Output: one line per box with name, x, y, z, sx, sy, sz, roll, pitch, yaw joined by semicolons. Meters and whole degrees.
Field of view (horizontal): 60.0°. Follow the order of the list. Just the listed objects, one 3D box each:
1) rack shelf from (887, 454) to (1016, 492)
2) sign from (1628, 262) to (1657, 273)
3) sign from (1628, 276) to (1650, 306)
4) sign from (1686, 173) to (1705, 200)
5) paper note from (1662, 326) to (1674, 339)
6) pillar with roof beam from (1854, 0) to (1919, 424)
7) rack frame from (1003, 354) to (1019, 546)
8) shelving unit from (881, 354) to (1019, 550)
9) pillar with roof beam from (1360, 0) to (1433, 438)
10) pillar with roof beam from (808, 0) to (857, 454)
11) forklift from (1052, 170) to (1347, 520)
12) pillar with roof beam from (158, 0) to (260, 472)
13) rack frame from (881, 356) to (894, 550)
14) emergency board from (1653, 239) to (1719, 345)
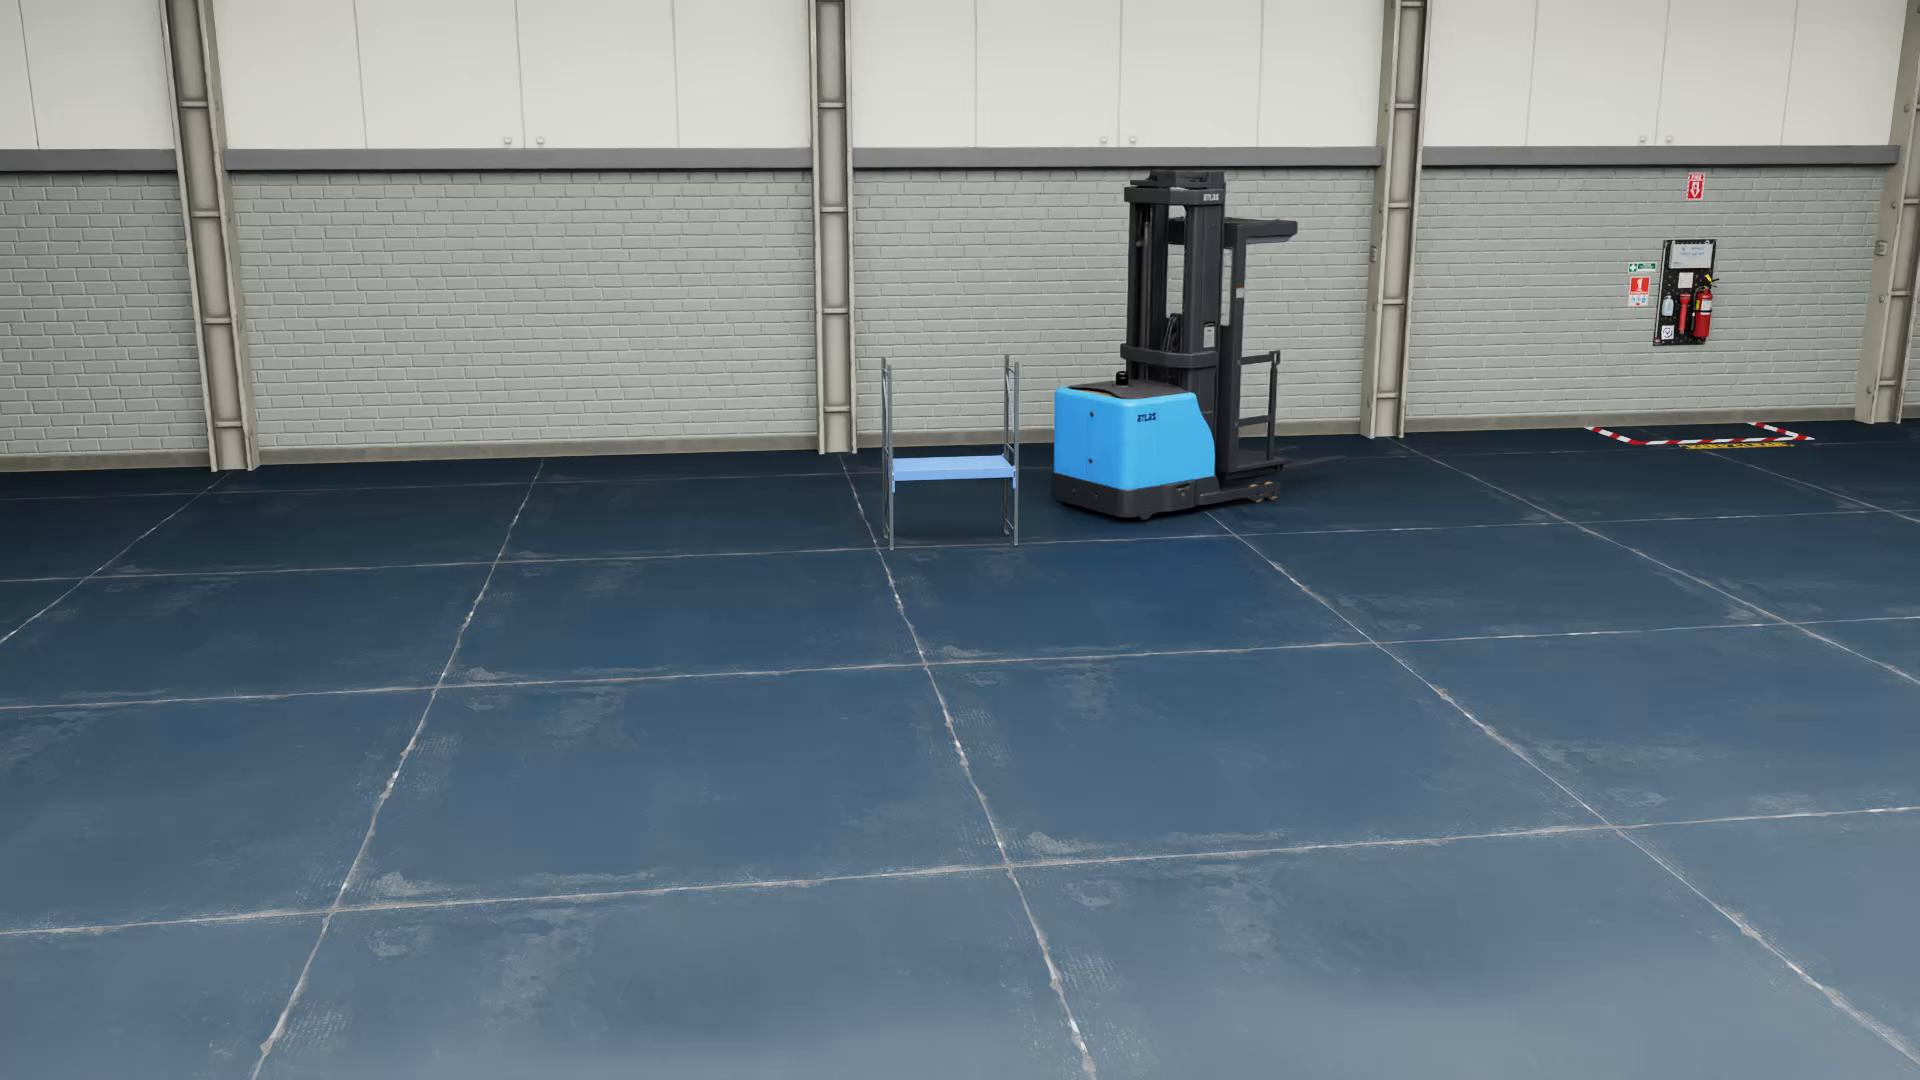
rack shelf;-0.084;-0.550;13.571;1.000;0.185;0.538;-2;14;-8
sign;7.571;-3.024;18.449;0.331;0.109;0.001;-2;14;-8
sign;7.565;-2.769;18.522;0.234;0.329;0.001;-2;14;-8
sign;8.104;-3.895;18.319;0.199;0.298;0.001;-2;14;-8
paper note;7.942;-2.329;18.655;0.142;0.148;0.016;-2;14;-8
pillar with roof beam;11.218;-4.701;13.969;0.400;9.000;9.100;-2;14;-8
rack frame;0.418;-0.743;13.601;0.032;1.500;0.500;-2;14;-8
shelving unit;-0.084;-0.724;13.527;1.048;1.500;0.538;-2;14;-8
pillar with roof beam;5.284;-4.484;13.102;0.400;9.000;9.100;-2;14;-8
pillar with roof beam;-0.649;-4.266;12.235;0.400;9.000;9.100;-2;14;-8
forklift;2.312;-1.853;15.086;3.031;2.935;1.130;-10;17;-35
pillar with roof beam;-6.582;-4.049;11.368;0.400;9.000;9.100;-2;14;-8
rack frame;-0.587;-0.706;13.454;0.032;1.500;0.500;-2;14;-8
emergency board;8.127;-2.747;18.507;0.643;1.169;0.194;-2;14;-8
